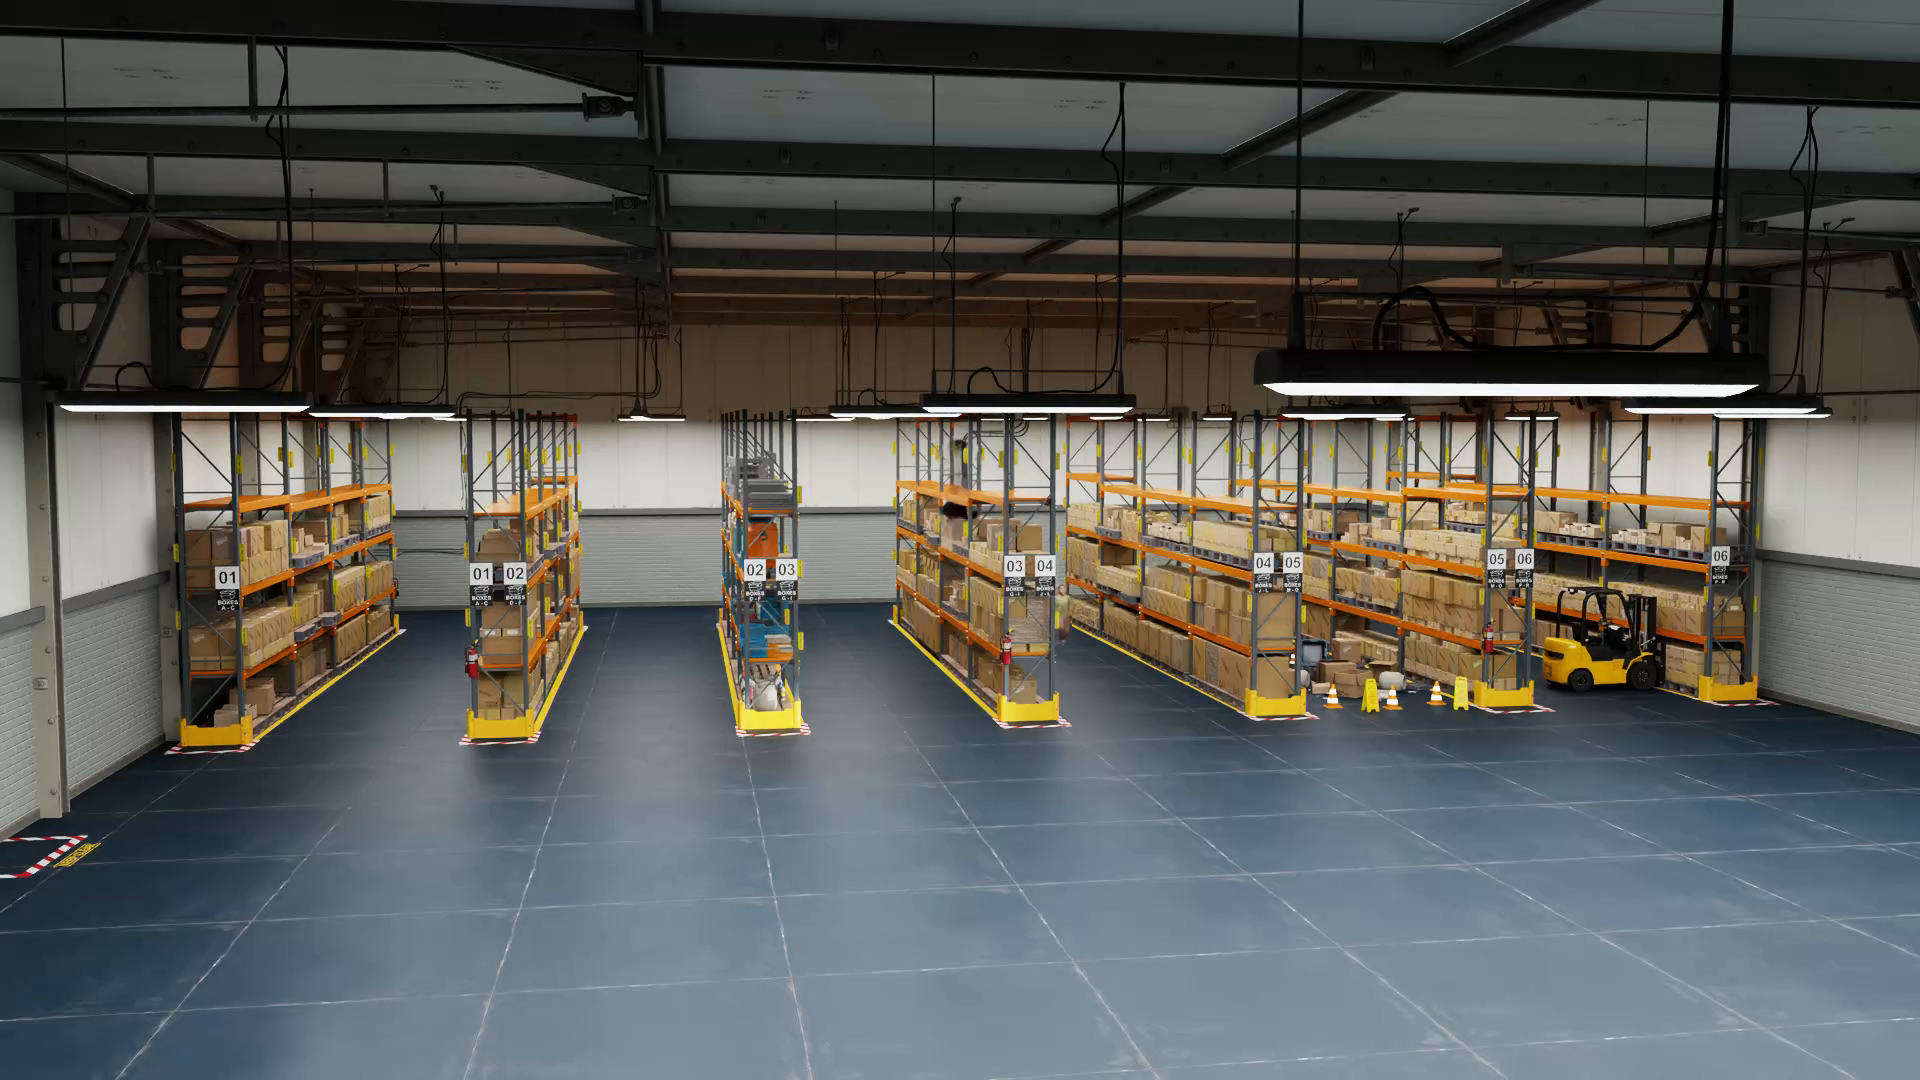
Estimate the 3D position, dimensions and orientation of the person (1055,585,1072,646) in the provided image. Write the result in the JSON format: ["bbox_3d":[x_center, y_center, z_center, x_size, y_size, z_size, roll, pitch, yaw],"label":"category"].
[{"bbox_3d":[2.545,1.883,41.463,0.582,1.555,0.636,-1,4,-10],"label":"person"}]

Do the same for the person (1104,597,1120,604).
[{"bbox_3d":[4.638,1.358,50.881,0.829,1.616,0.523,-3,5,-39],"label":"person"}]

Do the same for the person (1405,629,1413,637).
[{"bbox_3d":[11.349,2.012,41.390,0.671,1.716,0.799,-1,4,-16],"label":"person"}]
